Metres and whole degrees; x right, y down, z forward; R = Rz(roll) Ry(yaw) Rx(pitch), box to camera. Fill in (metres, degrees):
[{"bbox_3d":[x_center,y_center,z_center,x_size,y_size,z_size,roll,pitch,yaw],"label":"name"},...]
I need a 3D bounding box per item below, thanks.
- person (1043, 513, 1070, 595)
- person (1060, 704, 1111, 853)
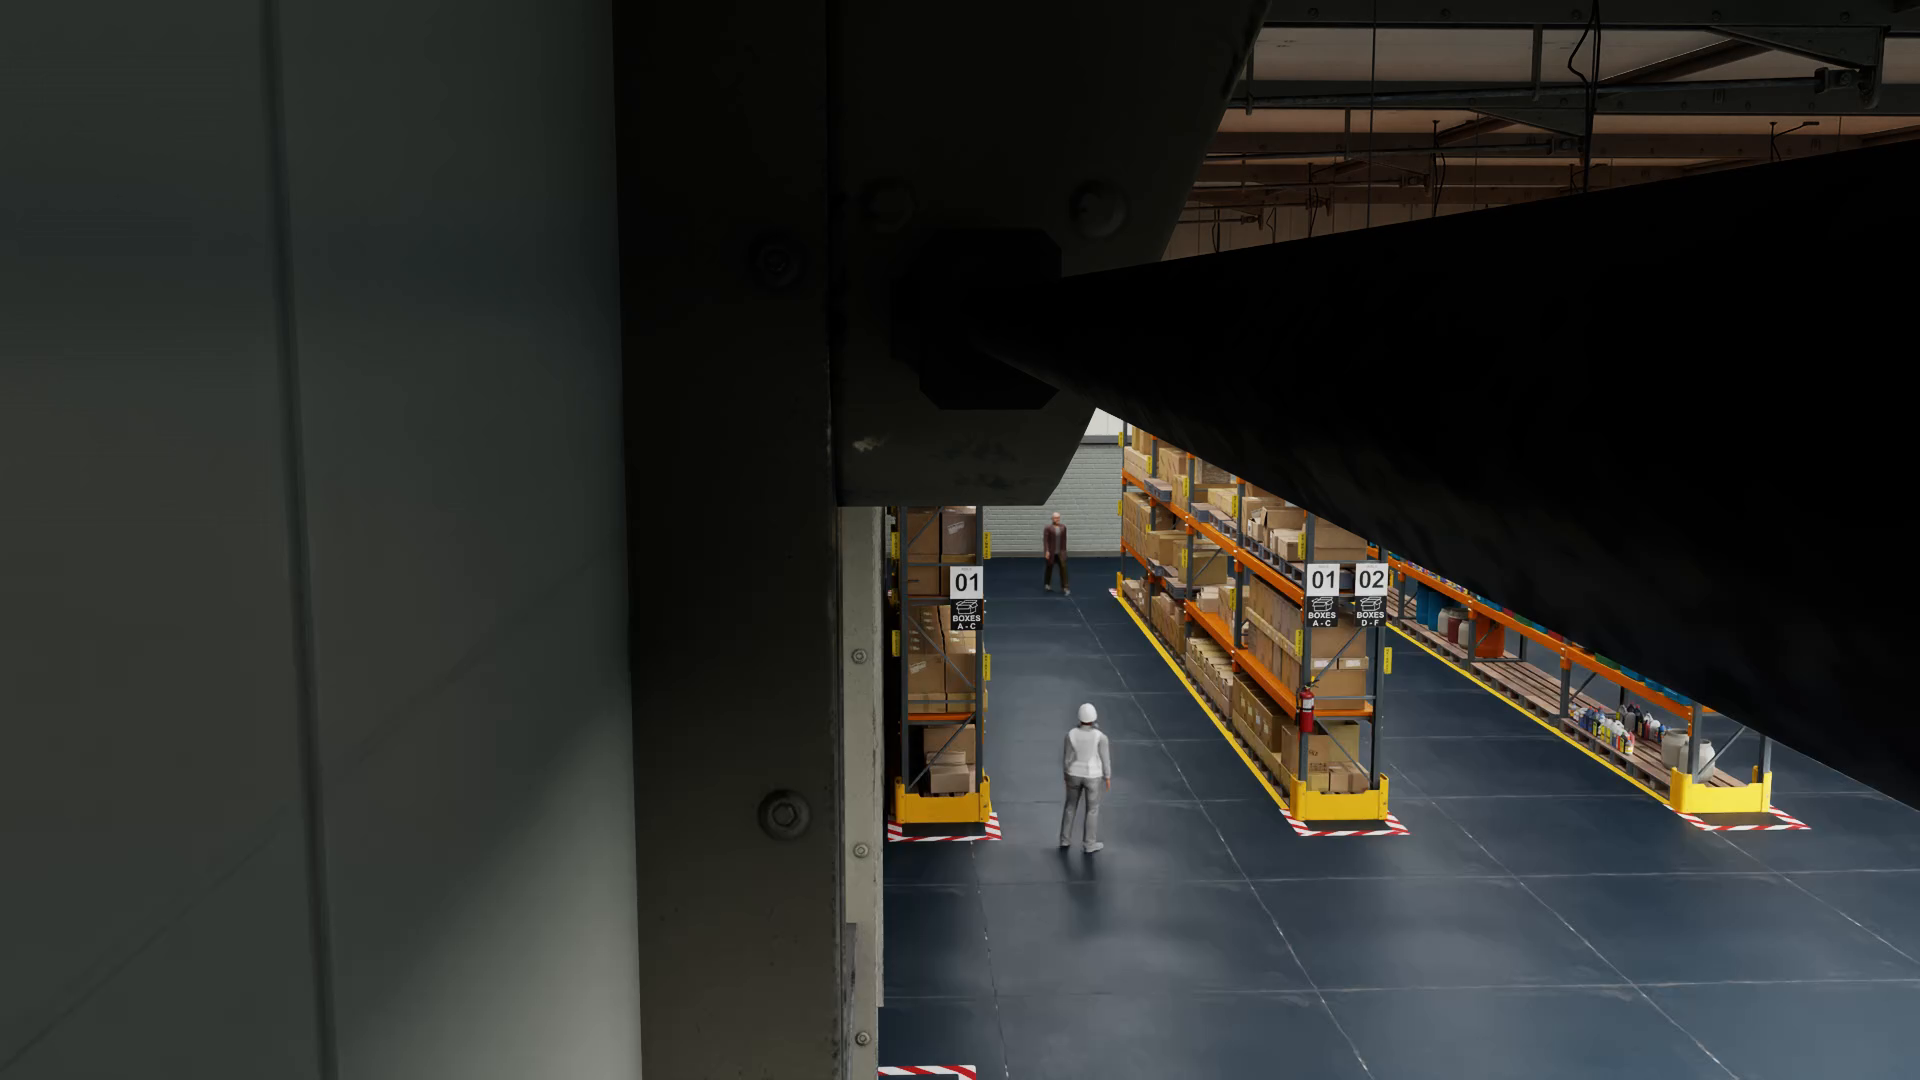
[{"bbox_3d":[2.130,0.336,36.828,0.623,1.689,0.911,-3,9,-23],"label":"person"},{"bbox_3d":[1.449,2.762,19.379,0.631,1.795,0.424,4,9,28],"label":"person"}]
